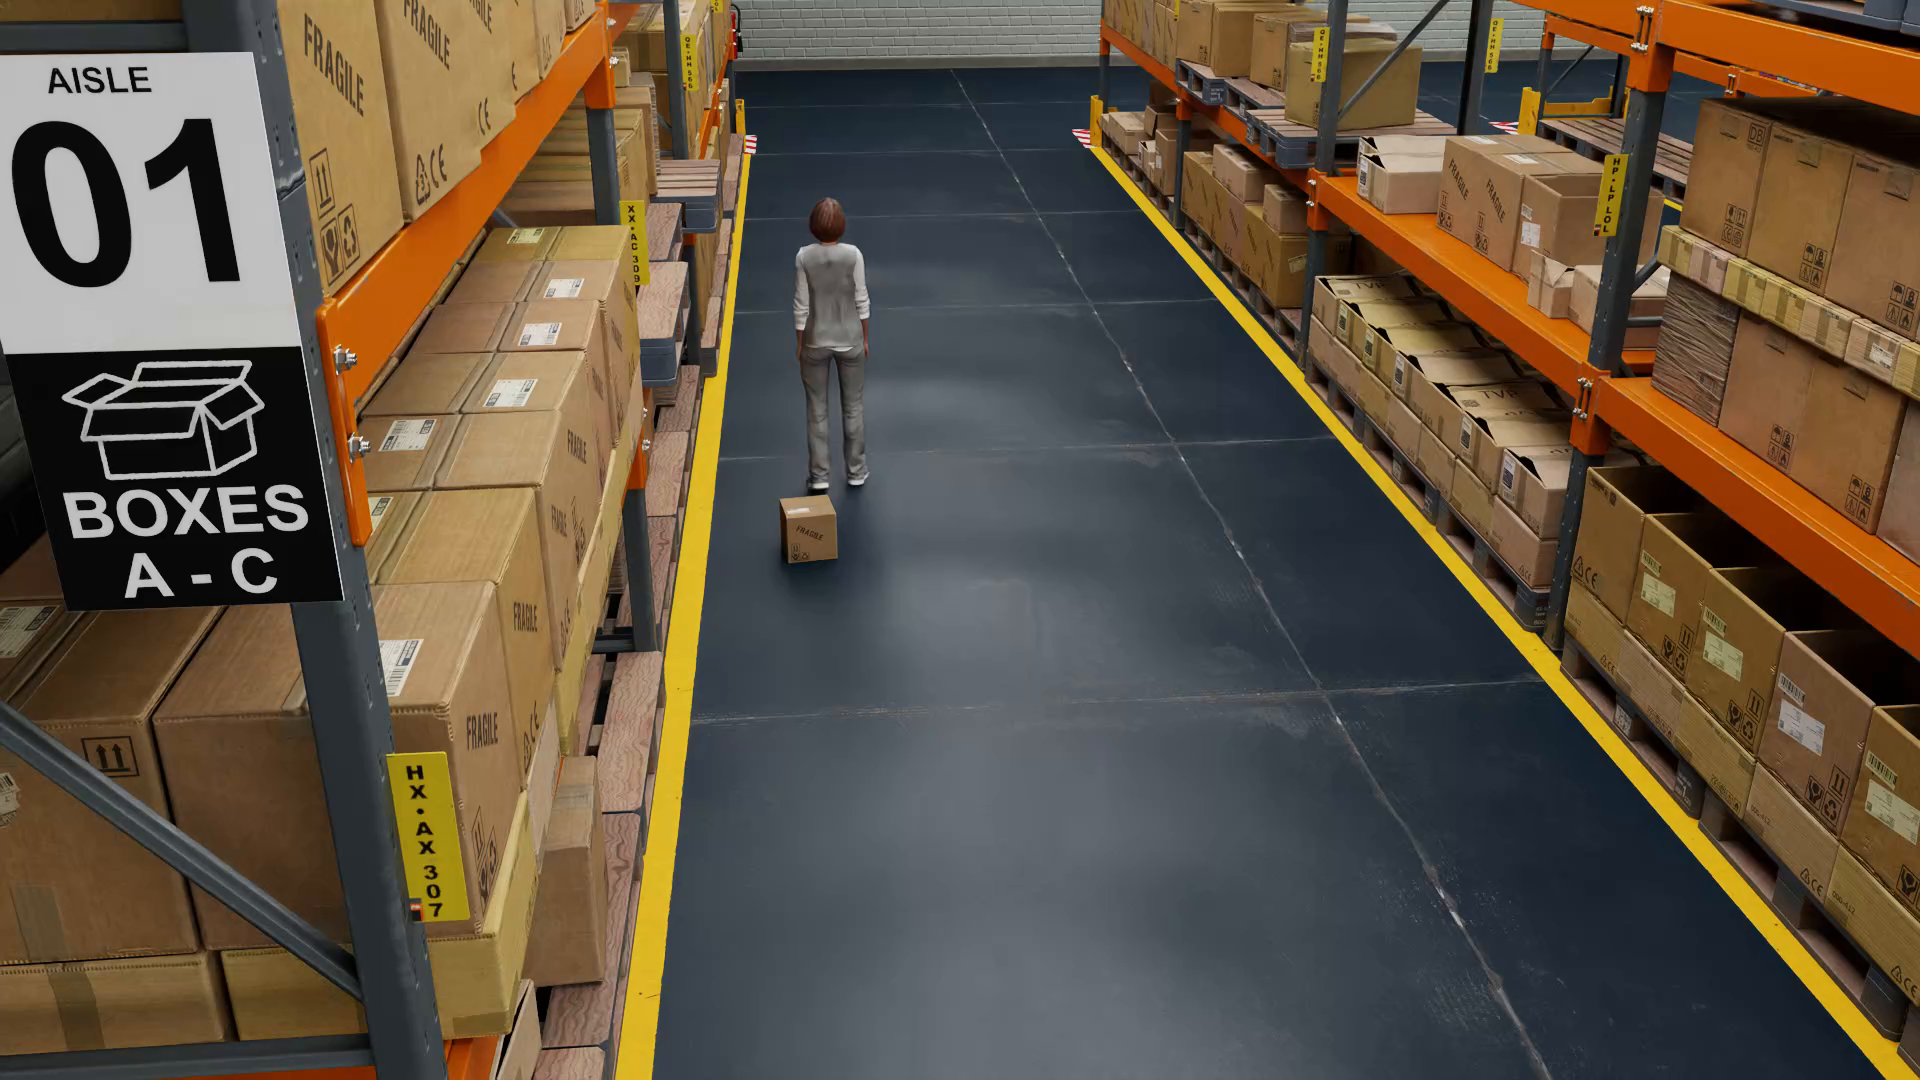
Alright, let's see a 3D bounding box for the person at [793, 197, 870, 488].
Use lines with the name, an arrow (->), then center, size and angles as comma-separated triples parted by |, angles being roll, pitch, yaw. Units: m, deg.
person -> -0.688, -1.041, 8.964 | 0.412, 1.628, 0.331 | -3, 24, -6
